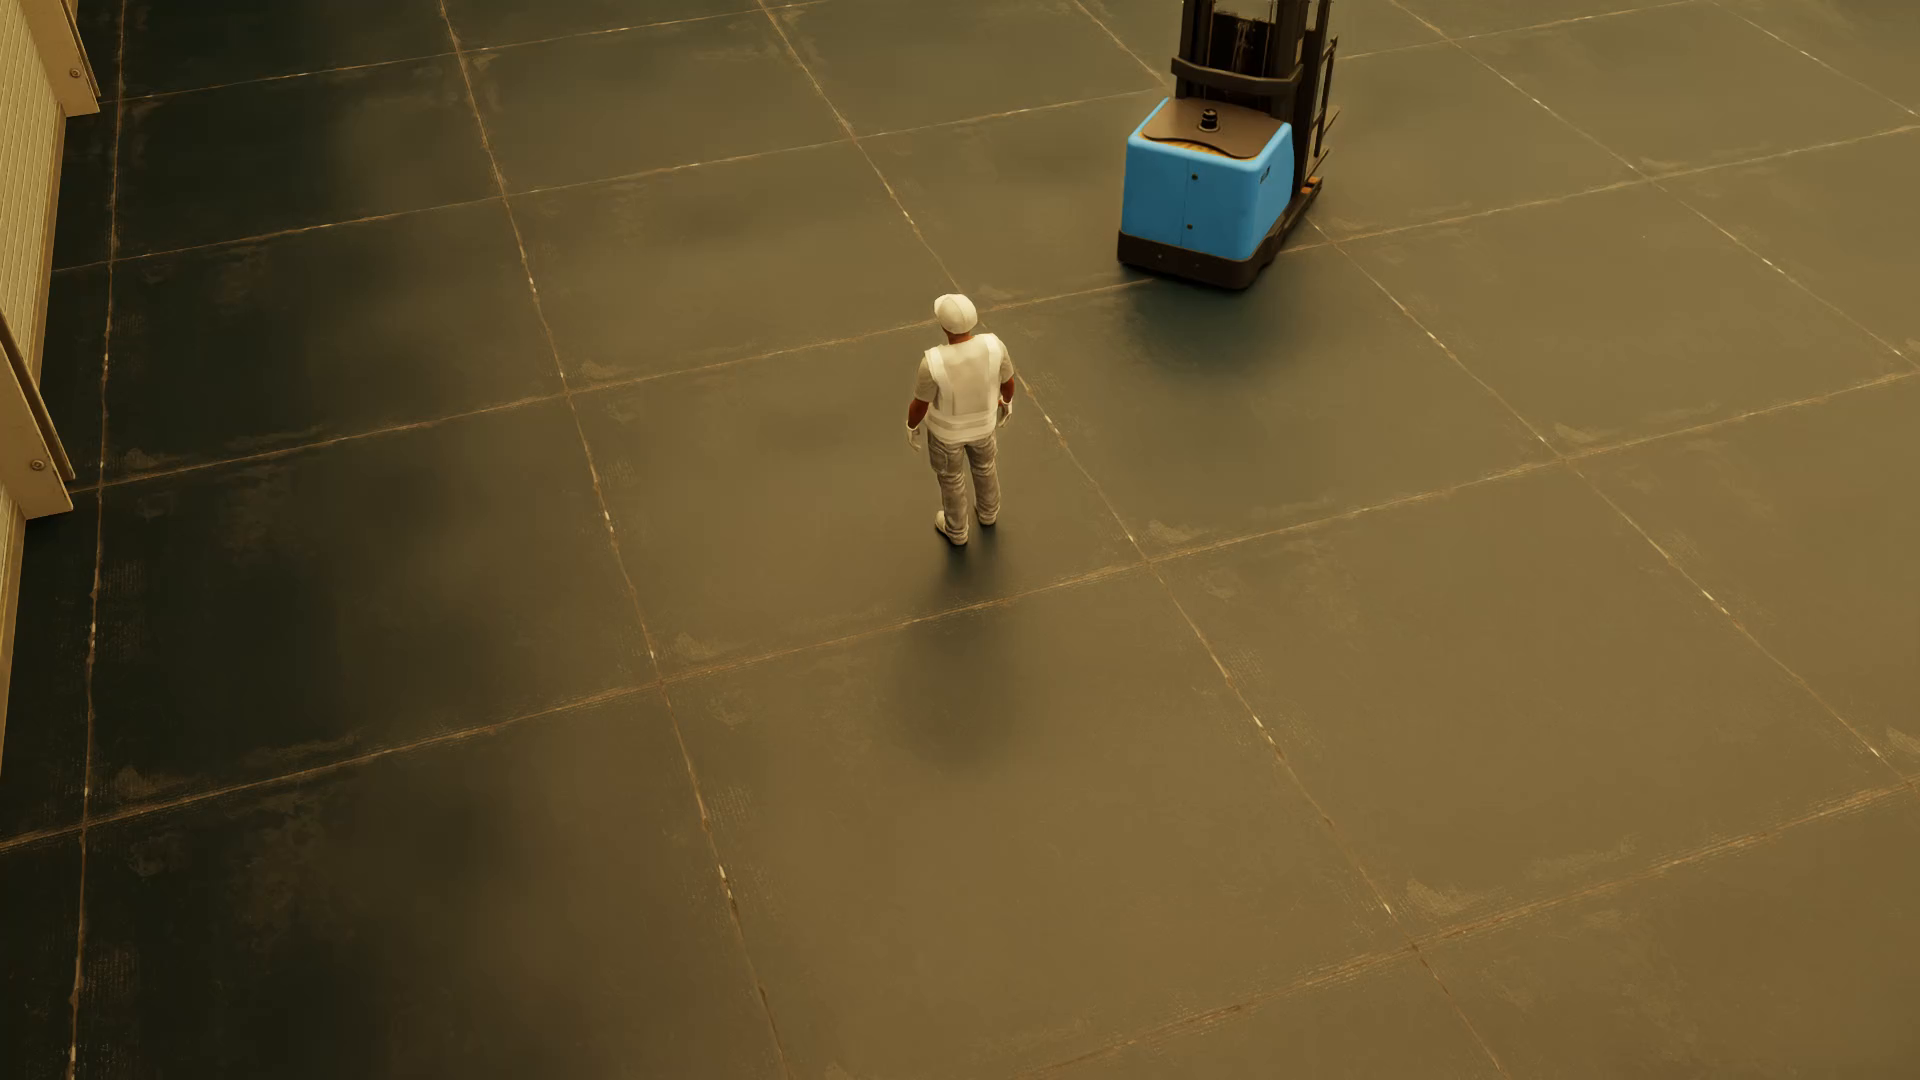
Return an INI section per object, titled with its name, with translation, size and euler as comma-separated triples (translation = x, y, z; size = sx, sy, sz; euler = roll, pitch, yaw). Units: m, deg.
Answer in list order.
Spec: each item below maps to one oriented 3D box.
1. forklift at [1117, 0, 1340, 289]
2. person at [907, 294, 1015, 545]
[forklift]
translation = 2.314, -3.932, 12.679
size = 1.130, 2.935, 3.031
euler = 18, 43, 20
[person]
translation = -0.017, -0.734, 9.752
size = 0.657, 1.785, 0.575
euler = -13, 42, -15
